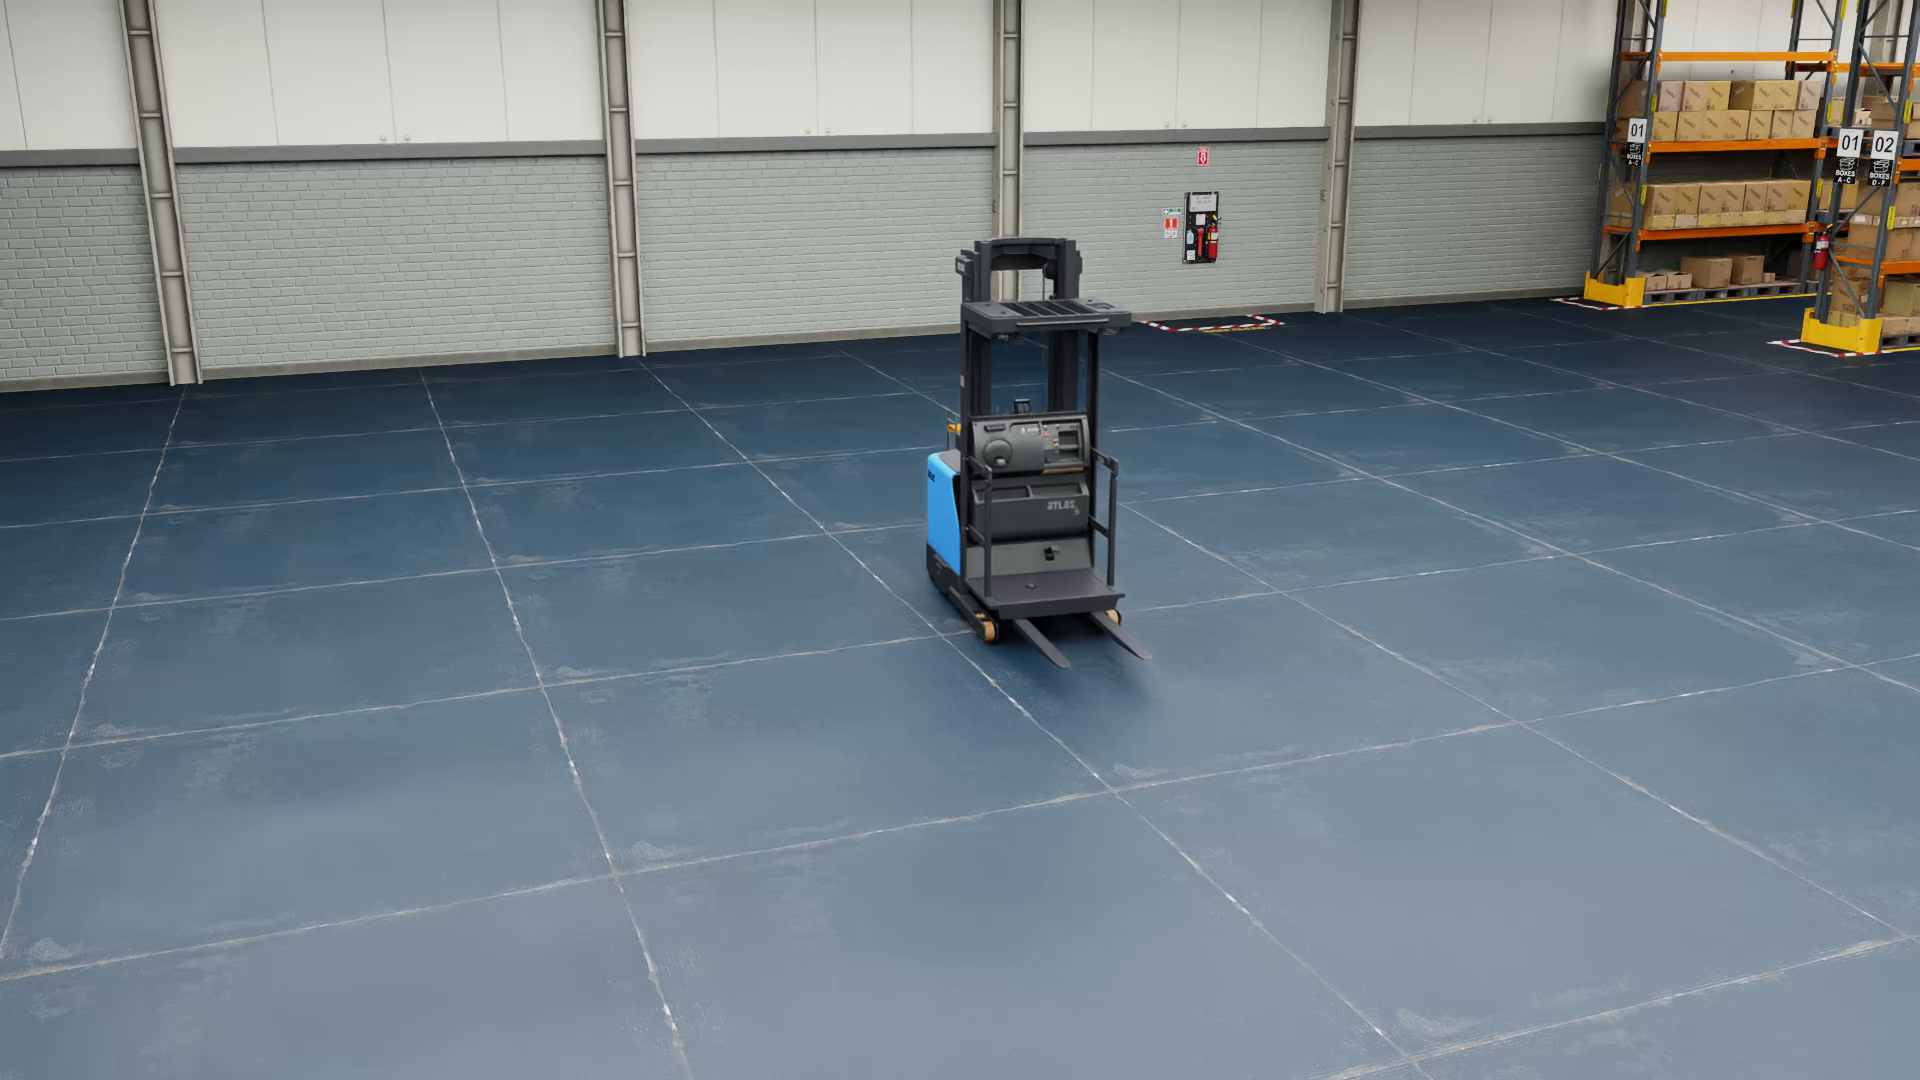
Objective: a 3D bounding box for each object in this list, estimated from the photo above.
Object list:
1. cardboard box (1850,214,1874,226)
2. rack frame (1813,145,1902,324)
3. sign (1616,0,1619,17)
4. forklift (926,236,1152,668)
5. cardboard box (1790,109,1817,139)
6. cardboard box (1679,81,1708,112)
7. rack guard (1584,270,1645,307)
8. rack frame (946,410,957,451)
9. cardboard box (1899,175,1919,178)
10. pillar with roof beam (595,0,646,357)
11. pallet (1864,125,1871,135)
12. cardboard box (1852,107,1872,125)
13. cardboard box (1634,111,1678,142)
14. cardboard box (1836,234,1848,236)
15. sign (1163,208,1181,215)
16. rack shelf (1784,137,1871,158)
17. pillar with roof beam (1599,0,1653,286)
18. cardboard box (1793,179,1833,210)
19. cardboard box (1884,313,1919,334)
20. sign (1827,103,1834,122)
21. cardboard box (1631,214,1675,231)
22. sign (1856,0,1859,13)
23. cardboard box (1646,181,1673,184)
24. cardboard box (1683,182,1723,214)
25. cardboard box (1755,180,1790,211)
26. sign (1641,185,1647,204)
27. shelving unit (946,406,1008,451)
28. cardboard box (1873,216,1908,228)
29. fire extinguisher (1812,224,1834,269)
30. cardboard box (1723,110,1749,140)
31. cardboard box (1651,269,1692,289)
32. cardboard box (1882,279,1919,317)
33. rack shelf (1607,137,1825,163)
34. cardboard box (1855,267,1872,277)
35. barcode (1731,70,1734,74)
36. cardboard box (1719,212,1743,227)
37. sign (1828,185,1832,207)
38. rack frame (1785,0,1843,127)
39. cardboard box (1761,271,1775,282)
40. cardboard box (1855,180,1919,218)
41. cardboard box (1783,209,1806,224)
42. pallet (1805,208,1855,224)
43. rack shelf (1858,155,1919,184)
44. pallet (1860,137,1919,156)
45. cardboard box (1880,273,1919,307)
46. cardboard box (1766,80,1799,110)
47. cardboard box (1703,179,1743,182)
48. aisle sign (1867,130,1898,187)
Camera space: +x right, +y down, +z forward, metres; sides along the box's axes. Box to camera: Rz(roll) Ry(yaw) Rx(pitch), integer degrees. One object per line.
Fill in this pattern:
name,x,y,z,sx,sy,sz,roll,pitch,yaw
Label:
cardboard box,13.668,-4.836,25.067,0.250,0.149,0.380,-6,18,-21
rack frame,13.379,-4.388,24.870,0.127,3.000,1.000,-6,17,-20
sign,11.424,-9.242,28.812,0.005,0.325,0.100,-6,17,-20
forklift,0.608,-0.748,12.595,1.130,2.935,3.031,-5,17,-15
cardboard box,14.953,-7.475,29.845,0.500,0.500,0.500,-6,17,-19
cardboard box,12.536,-7.680,28.768,0.500,0.500,0.500,-6,18,-21
rack guard,11.674,-4.500,29.686,0.348,0.500,1.175,-6,17,-20
rack frame,-0.073,-0.568,15.054,0.015,1.200,0.240,-6,17,-20
cardboard box,18.126,-6.643,31.591,0.500,0.500,0.700,-8,18,-25
pillar with roof beam,-3.321,-5.921,19.440,0.400,9.000,9.100,-6,17,-20
pallet,16.920,-7.583,30.760,1.003,0.211,1.213,-6,17,-20
cardboard box,16.452,-7.789,30.539,0.500,0.311,0.500,-6,17,-18
cardboard box,12.005,-7.156,28.758,0.500,0.500,0.500,-6,17,-19
cardboard box,16.914,-5.644,31.469,0.500,0.250,0.500,-7,18,-22
sign,3.478,-5.386,27.265,0.331,0.109,0.001,-6,17,-20
rack shelf,17.206,-7.390,31.046,4.000,0.370,1.077,-6,17,-20
pillar with roof beam,13.488,-7.735,25.620,0.400,9.000,9.100,-6,17,-20
cardboard box,15.826,-6.396,30.749,0.500,0.500,0.700,-6,17,-20
cardboard box,14.425,-3.318,25.358,0.500,0.250,0.500,-6,17,-20
sign,15.540,-7.640,29.702,0.005,0.325,0.100,-6,17,-20
cardboard box,12.172,-5.595,29.209,0.500,0.250,0.500,-7,18,-22
sign,13.198,-7.897,24.373,0.005,0.325,0.100,-6,17,-20
cardboard box,12.441,-6.140,29.736,0.500,0.500,0.500,-6,17,-19
cardboard box,13.106,-6.055,29.447,0.500,0.500,0.500,-7,18,-22
cardboard box,14.543,-6.211,29.977,0.500,0.500,0.500,-6,17,-20
sign,11.797,-5.964,28.699,0.005,0.325,0.100,-6,17,-20
shelving unit,0.155,-0.592,15.138,0.503,1.200,0.258,-6,17,-20
cardboard box,13.823,-4.731,24.707,0.250,0.149,0.380,-6,18,-20
fire extinguisher,13.103,-4.462,25.257,0.183,0.674,0.296,-6,17,-20
cardboard box,13.495,-7.314,29.296,0.500,0.500,0.500,-5,17,-17
cardboard box,12.814,-4.716,29.977,0.500,0.311,0.500,-5,17,-15
cardboard box,14.426,-3.677,25.251,0.500,0.500,0.500,-6,17,-20
rack shelf,13.471,-6.987,29.673,4.000,0.370,1.077,-6,17,-20
cardboard box,16.975,-5.291,31.600,0.500,0.500,0.700,-6,17,-19
barcode,13.886,-8.418,29.898,0.075,0.075,0.001,-6,17,-20
cardboard box,13.603,-5.751,29.741,0.500,0.250,0.500,-6,17,-20
sign,13.198,-5.202,25.165,0.005,0.325,0.100,-6,17,-20
rack frame,15.338,-8.973,29.835,0.127,3.000,1.000,-6,17,-20
cardboard box,14.849,-4.884,30.807,0.250,0.166,0.380,-9,18,-27
cardboard box,13.869,-5.108,24.840,0.500,0.500,0.700,-6,17,-20
cardboard box,15.004,-5.905,30.265,0.500,0.250,0.500,-6,17,-20
pallet,16.104,-6.041,30.840,1.213,0.211,1.003,-6,17,-20
rack shelf,15.247,-5.684,25.236,4.000,0.370,1.077,-6,17,-20
pallet,14.049,-5.850,24.680,1.213,0.211,1.003,-6,17,-20
cardboard box,14.702,-3.867,25.900,0.500,0.500,0.500,-6,17,-20
cardboard box,14.457,-7.891,29.487,0.500,0.500,0.500,-5,17,-17
cardboard box,13.873,-6.300,30.279,0.500,0.500,0.500,-6,17,-19
aisle sign,13.427,-5.549,24.207,0.004,0.787,0.394,-6,17,-20
